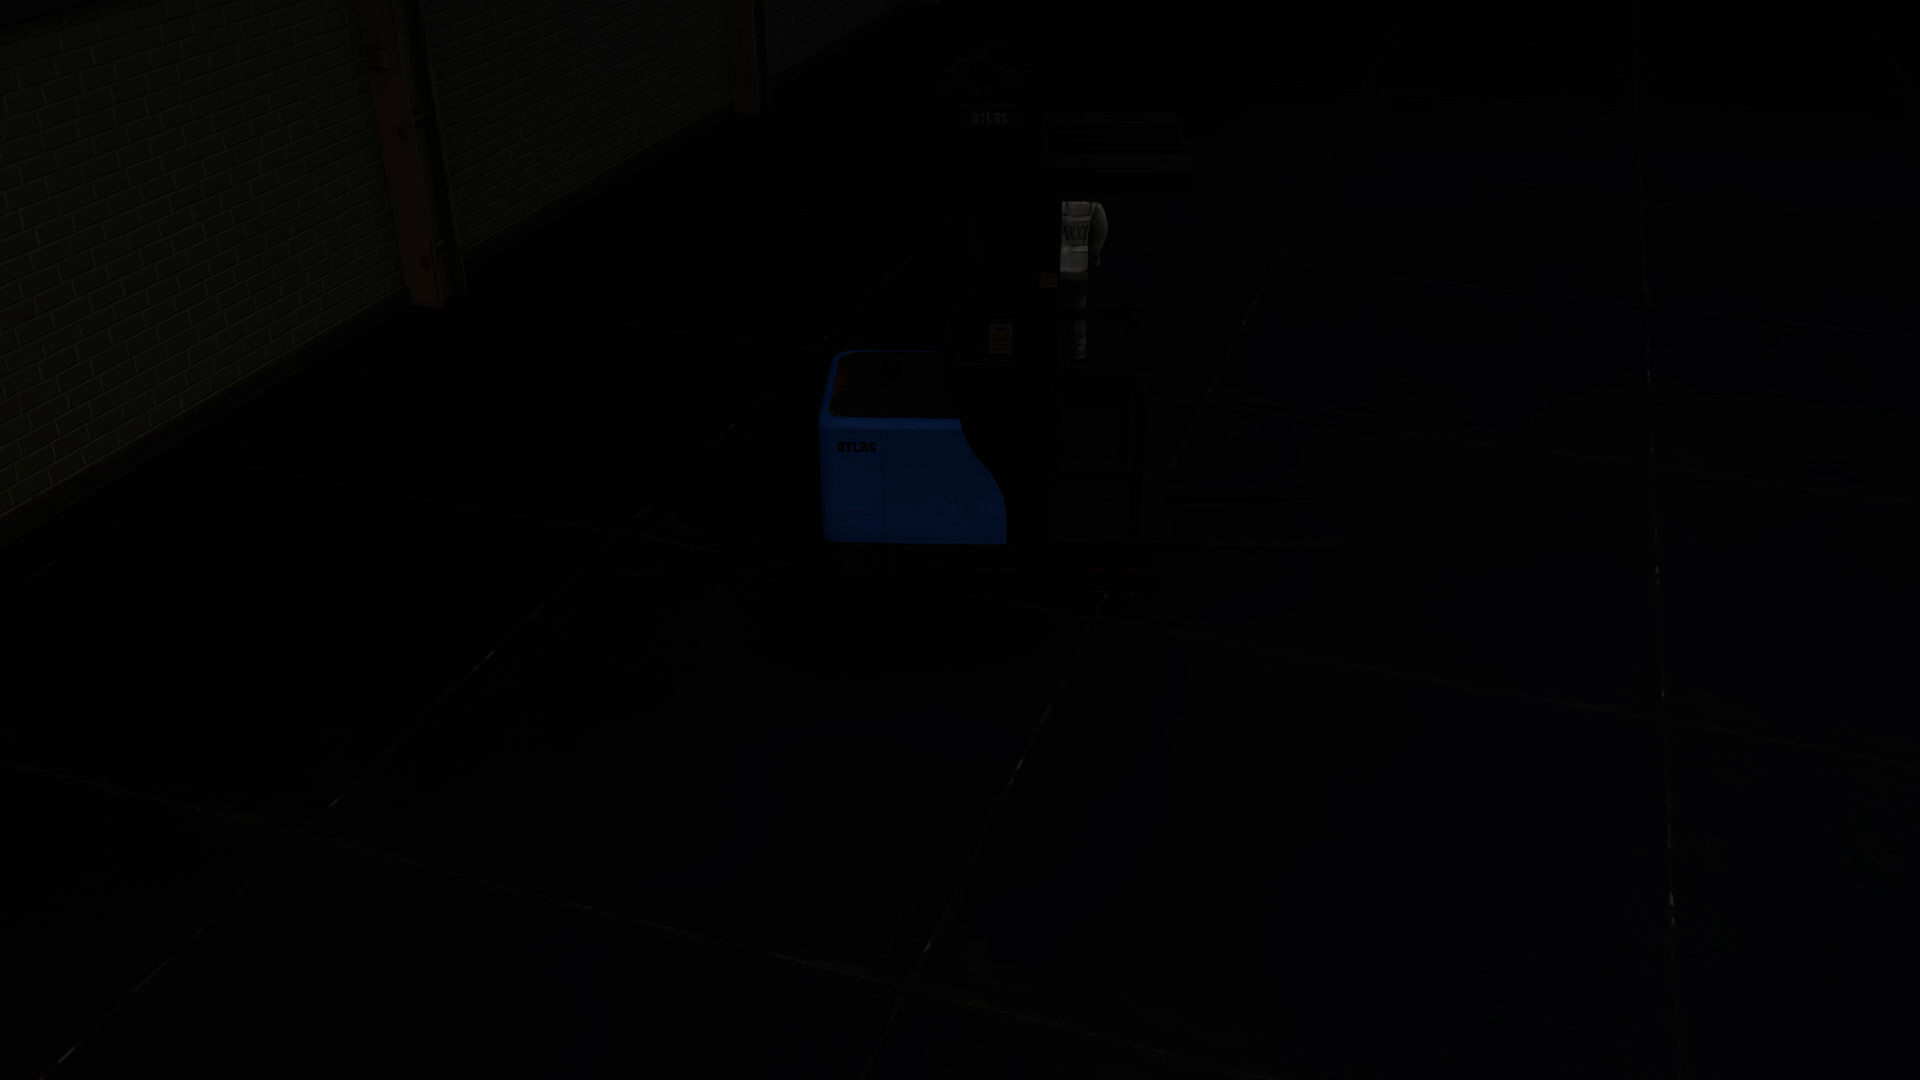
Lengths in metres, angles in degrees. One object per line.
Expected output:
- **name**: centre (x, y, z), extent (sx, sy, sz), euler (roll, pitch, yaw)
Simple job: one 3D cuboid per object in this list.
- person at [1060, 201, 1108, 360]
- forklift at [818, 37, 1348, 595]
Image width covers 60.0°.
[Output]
- **person**: centre (0.713, -2.014, 12.092), extent (0.804, 1.561, 0.514), euler (-8, 31, -14)
- **forklift**: centre (0.728, -1.224, 9.283), extent (3.031, 2.935, 1.130), euler (1, 30, 1)
